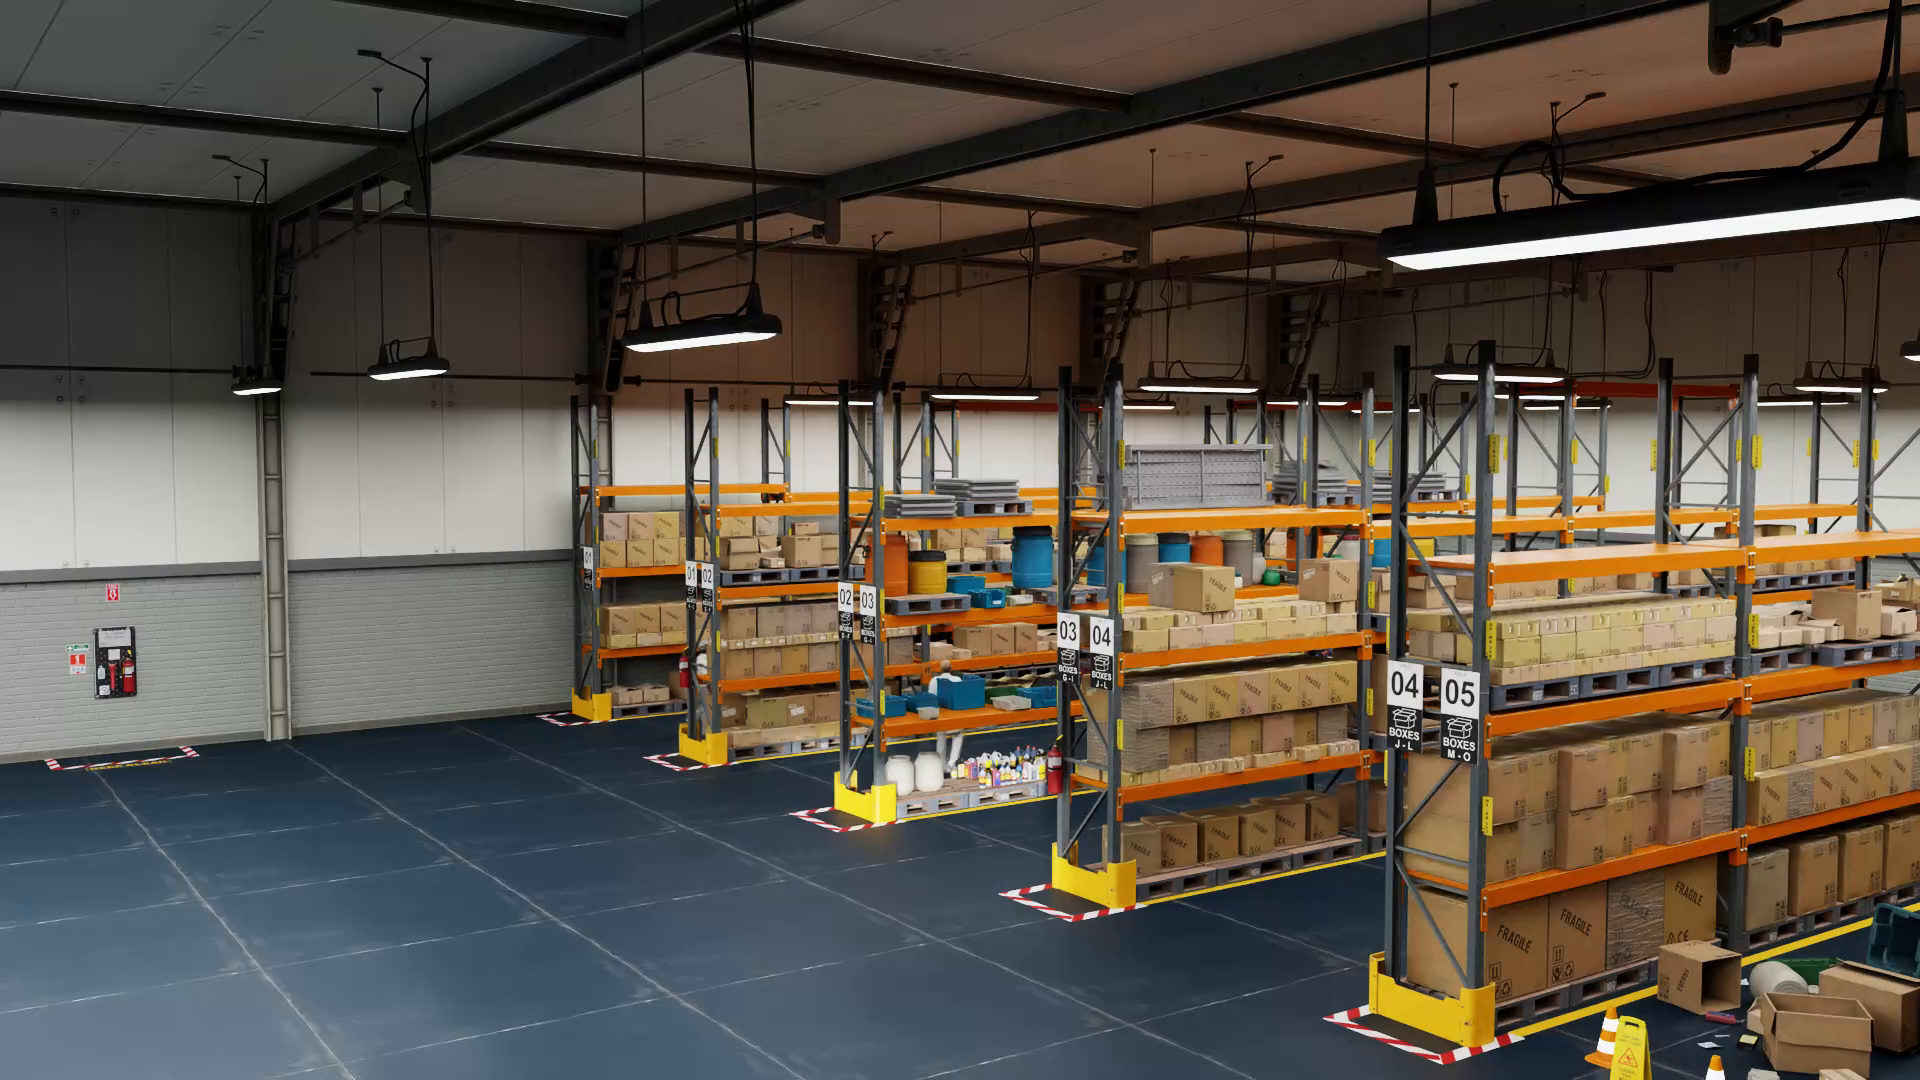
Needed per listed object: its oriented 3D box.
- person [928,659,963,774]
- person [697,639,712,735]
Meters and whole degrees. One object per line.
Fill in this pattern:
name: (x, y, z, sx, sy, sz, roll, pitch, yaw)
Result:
person: (-0.207, 2.738, 25.647, 0.608, 1.818, 0.490, 1, 4, 12)
person: (-4.481, 2.564, 28.997, 0.501, 1.686, 0.452, 0, 3, -3)
